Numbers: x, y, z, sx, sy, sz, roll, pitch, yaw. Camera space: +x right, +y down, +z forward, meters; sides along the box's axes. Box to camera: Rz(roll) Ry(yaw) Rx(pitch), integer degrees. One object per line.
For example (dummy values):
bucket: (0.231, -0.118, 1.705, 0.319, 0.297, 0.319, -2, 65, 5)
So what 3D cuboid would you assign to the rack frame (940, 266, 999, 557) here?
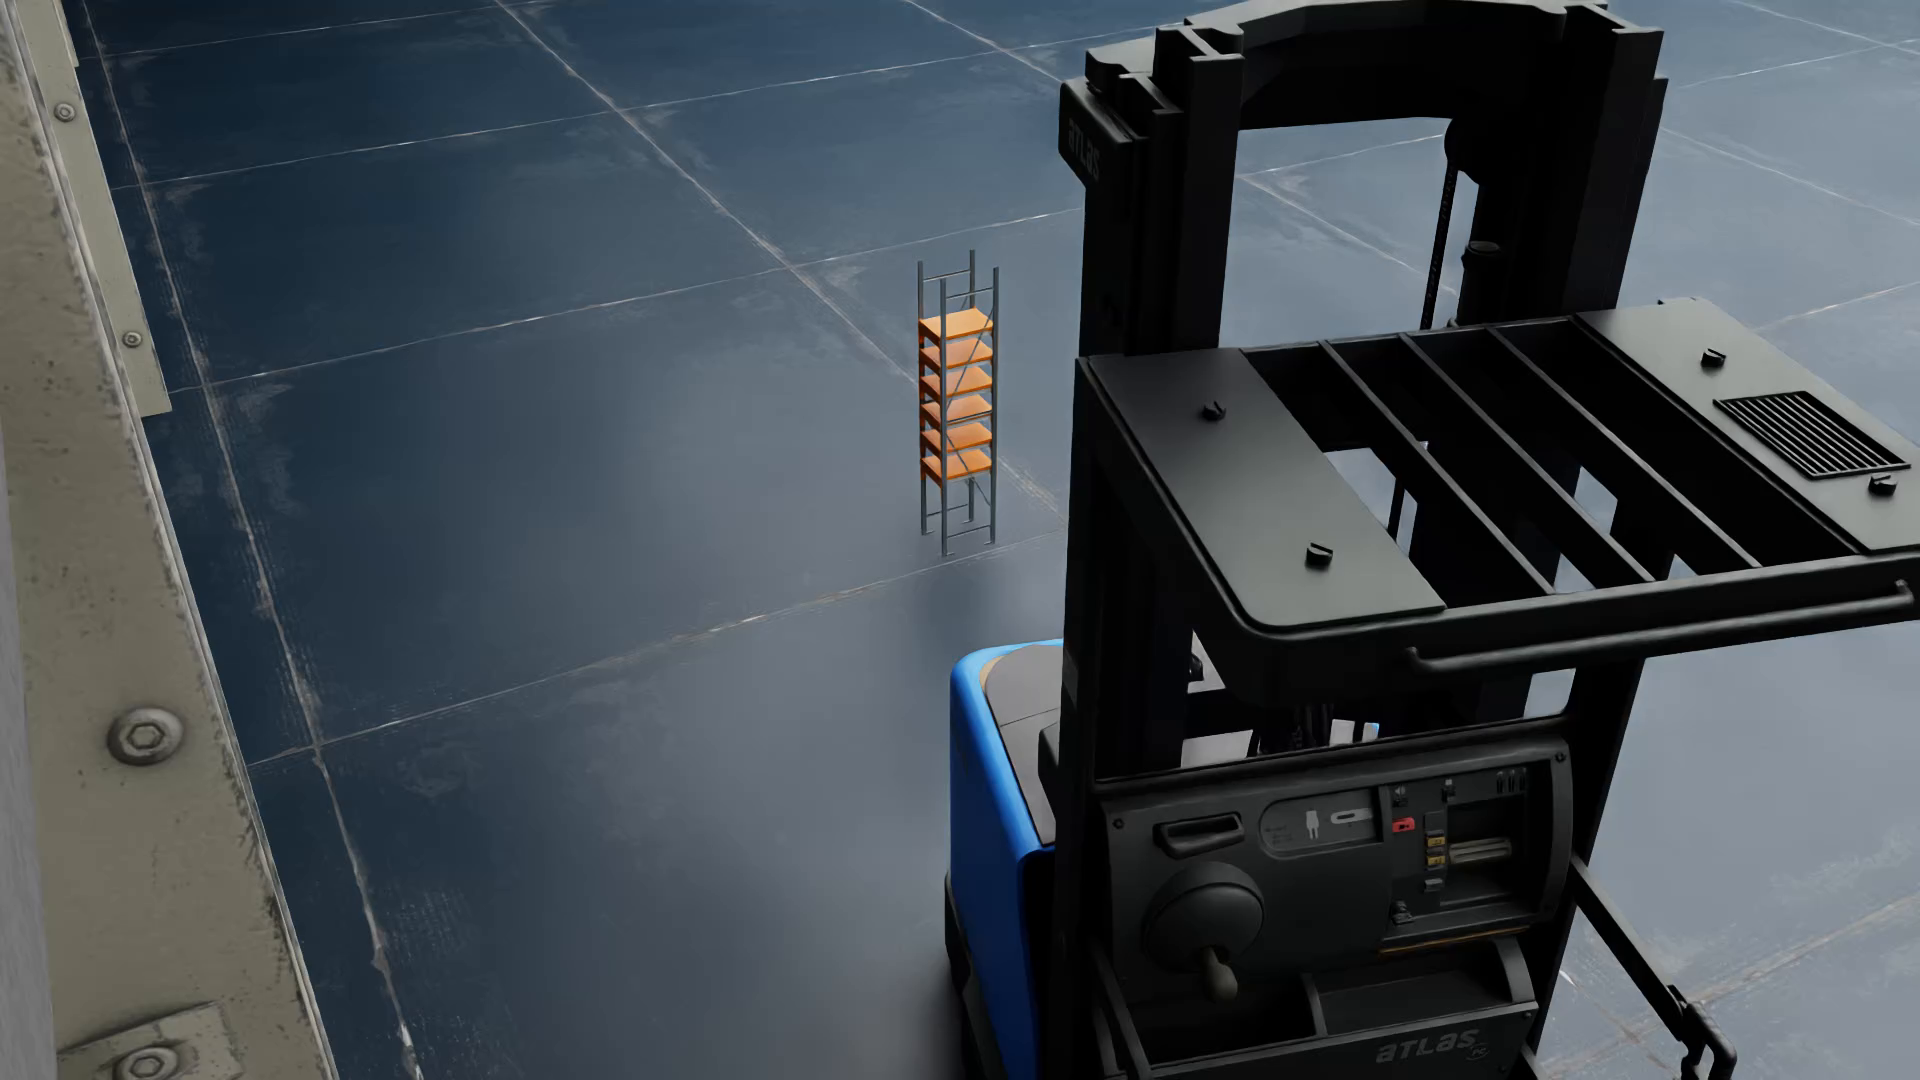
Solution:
rack frame: (0.036, -0.468, 6.369, 0.240, 1.200, 0.006, -16, 36, -23)

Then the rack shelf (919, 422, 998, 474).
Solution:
rack shelf: (-0.007, -0.374, 6.526, 0.258, 0.103, 0.180, -16, 36, -23)

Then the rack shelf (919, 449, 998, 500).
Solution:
rack shelf: (-0.007, -0.273, 6.591, 0.258, 0.103, 0.180, -16, 36, -23)

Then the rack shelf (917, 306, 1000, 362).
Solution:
rack shelf: (-0.007, -0.778, 6.267, 0.258, 0.103, 0.180, -16, 36, -23)

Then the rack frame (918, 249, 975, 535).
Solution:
rack frame: (-0.049, -0.556, 6.505, 0.240, 1.200, 0.006, -16, 36, -23)

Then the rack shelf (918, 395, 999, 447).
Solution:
rack shelf: (-0.007, -0.475, 6.461, 0.258, 0.103, 0.180, -16, 36, -23)

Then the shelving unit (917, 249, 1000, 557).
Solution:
shelving unit: (-0.007, -0.512, 6.437, 0.258, 1.200, 0.189, -16, 36, -23)

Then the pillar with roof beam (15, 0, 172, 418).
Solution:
pillar with roof beam: (-0.059, -5.525, 7.032, 9.100, 9.000, 0.400, -16, 36, -23)

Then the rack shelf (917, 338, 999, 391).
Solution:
rack shelf: (-0.007, -0.677, 6.332, 0.258, 0.103, 0.180, -16, 36, -23)

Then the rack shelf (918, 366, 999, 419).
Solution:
rack shelf: (-0.007, -0.576, 6.396, 0.258, 0.103, 0.180, -16, 36, -23)

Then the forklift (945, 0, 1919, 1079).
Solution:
forklift: (0.772, 0.680, 2.972, 1.130, 2.935, 3.031, -7, 33, -10)

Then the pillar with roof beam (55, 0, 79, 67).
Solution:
pillar with roof beam: (-2.856, -8.388, 11.501, 9.100, 9.000, 0.400, -16, 36, -23)
